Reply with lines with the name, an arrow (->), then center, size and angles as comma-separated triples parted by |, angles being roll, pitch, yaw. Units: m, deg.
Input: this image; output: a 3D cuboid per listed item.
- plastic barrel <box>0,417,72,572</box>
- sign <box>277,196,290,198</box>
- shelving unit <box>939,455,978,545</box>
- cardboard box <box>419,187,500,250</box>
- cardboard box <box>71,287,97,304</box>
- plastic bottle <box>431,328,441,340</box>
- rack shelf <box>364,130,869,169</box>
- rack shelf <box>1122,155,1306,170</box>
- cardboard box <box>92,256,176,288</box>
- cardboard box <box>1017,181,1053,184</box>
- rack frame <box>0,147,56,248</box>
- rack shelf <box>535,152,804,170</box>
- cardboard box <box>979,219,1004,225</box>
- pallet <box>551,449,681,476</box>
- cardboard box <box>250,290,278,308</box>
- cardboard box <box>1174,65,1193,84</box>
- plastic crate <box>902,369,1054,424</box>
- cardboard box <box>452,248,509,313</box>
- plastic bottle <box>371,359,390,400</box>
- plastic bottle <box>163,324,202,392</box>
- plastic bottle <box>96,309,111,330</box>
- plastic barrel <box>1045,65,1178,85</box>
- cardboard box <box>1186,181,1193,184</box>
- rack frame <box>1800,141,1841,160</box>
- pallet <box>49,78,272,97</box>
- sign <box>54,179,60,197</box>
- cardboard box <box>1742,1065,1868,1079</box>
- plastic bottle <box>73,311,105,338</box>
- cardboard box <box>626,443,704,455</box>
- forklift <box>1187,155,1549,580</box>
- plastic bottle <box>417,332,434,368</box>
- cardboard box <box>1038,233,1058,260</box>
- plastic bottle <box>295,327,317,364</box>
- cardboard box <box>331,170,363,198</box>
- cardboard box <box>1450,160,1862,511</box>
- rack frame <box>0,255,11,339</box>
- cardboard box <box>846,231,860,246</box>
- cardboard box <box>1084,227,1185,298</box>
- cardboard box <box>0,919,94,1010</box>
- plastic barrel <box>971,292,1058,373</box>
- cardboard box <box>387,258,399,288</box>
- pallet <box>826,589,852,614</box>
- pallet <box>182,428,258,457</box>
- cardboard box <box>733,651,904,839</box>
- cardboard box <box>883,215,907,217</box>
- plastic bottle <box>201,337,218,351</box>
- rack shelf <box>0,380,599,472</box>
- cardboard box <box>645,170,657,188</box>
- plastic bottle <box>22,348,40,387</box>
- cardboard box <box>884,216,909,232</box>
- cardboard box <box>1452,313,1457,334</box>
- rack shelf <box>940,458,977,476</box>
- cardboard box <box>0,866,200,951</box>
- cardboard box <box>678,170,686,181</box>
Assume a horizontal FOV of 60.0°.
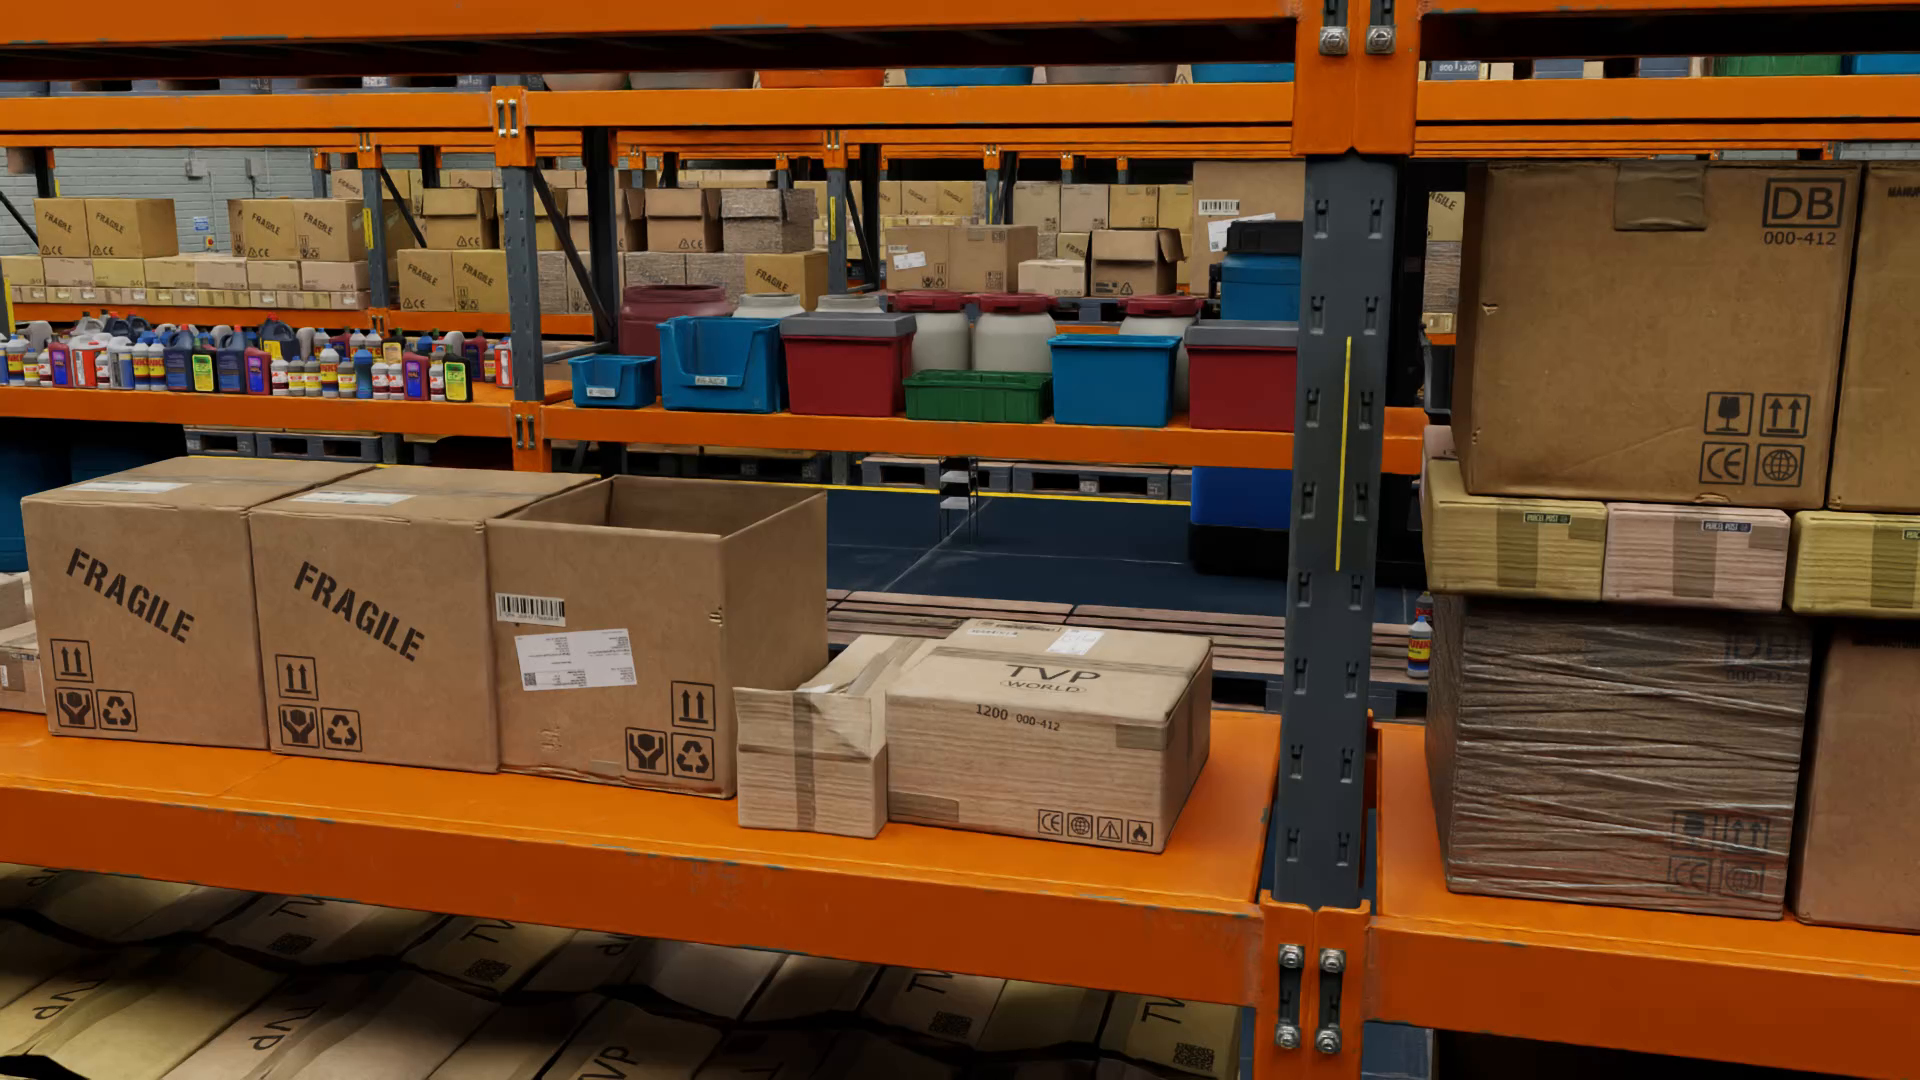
plastic barrel -> -5.384, -0.317, 9.610 | 0.708, 0.901, 0.600 | 3, 13, 14
sign -> -11.280, -5.625, 27.755 | 0.001, 0.242, 0.339 | 3, 13, 14
shelving unit -> -0.008, -0.440, 11.138 | 0.210, 0.900, 0.258 | 3, 13, 14
cardboard box -> -4.100, -2.716, 14.005 | 0.637, 0.503, 0.797 | 3, 13, 12
cardboard box -> -7.588, -2.167, 14.655 | 0.250, 0.149, 0.380 | 3, 13, 13
plastic bottle -> -2.936, -1.034, 9.239 | 0.133, 0.283, 0.061 | 3, 13, 14
rack shelf -> -2.780, -3.219, 13.552 | 4.000, 0.370, 1.077 | 3, 13, 14
rack shelf -> 4.663, -6.139, 26.714 | 4.000, 0.370, 1.077 | 3, 13, 14
cardboard box -> -7.211, -2.355, 14.582 | 0.500, 0.250, 0.500 | 3, 13, 12
cardboard box -> 0.971, -4.594, 22.478 | 0.500, 0.500, 0.500 | 3, 13, 12
rack frame -> -8.605, -2.417, 15.202 | 0.127, 3.000, 1.000 | 3, 13, 14
rack shelf -> -4.289, -5.510, 23.880 | 4.000, 0.370, 1.077 | 3, 13, 14
cardboard box -> 0.506, -4.254, 22.675 | 0.500, 0.250, 0.500 | 3, 13, 12
pallet -> -2.767, -0.761, 14.176 | 1.213, 0.211, 1.003 | 3, 13, 14
cardboard box -> -5.845, -2.074, 14.235 | 0.250, 0.149, 0.380 | 3, 13, 15
cardboard box -> 1.698, -3.608, 12.437 | 0.637, 0.503, 0.797 | 4, 13, 16
plastic crate -> 0.100, -0.680, 7.863 | 0.662, 0.188, 0.450 | 3, 13, 14
cardboard box -> -3.847, -2.156, 13.794 | 0.500, 0.500, 0.500 | 3, 13, 14
plastic bottle -> -2.946, -0.821, 8.469 | 0.097, 0.201, 0.097 | 0, 13, 0
plastic bottle -> -4.083, -0.960, 8.750 | 0.185, 0.351, 0.144 | 3, 13, 14
plastic bottle -> -4.938, -1.165, 9.672 | 0.185, 0.351, 0.144 | 3, 13, 14
plastic barrel -> 0.678, -2.476, 7.388 | 0.600, 0.901, 0.600 | 0, 13, 0
cardboard box -> 3.192, -4.776, 22.450 | 0.250, 0.149, 0.380 | 2, 13, 11
rack frame -> 8.215, -2.624, 16.137 | 0.127, 3.000, 1.000 | 3, 13, 14
pallet -> -4.022, -2.462, 8.914 | 1.213, 0.211, 1.003 | 3, 13, 14
sign -> -8.462, -3.211, 15.562 | 0.005, 0.325, 0.100 | 3, 13, 14
cardboard box -> 1.530, 1.174, 2.663 | 0.500, 0.500, 0.500 | 3, 13, 14
plastic bottle -> -4.972, -1.134, 9.536 | 0.185, 0.351, 0.144 | 3, 13, 14
cardboard box -> -2.367, -1.258, 13.912 | 0.875, 0.875, 1.225 | 3, 13, 14
forklift -> 2.991, -1.243, 10.068 | 3.031, 2.935, 1.130 | 4, 13, 16
plastic bottle -> -2.938, -1.011, 9.161 | 0.097, 0.271, 0.097 | 0, 13, 0
cardboard box -> 0.819, -3.008, 17.637 | 0.500, 0.500, 0.500 | 3, 13, 14
plastic bottle -> -3.714, -1.062, 9.382 | 0.135, 0.276, 0.152 | 3, 13, 14
cardboard box -> -6.947, -4.058, 19.371 | 0.500, 0.500, 0.500 | 3, 13, 13
cardboard box -> 1.100, -0.372, 2.757 | 0.500, 0.500, 0.700 | 3, 13, 14
rack frame -> -5.909, -1.168, 9.572 | 0.127, 3.000, 1.000 | 3, 13, 14
cardboard box -> -1.140, -3.250, 17.881 | 0.250, 0.149, 0.380 | 3, 13, 13
cardboard box -> 1.340, -2.120, 12.656 | 0.637, 0.503, 0.797 | 4, 13, 19
cardboard box -> -2.265, 1.059, 3.618 | 0.500, 0.311, 0.500 | 3, 13, 12
plastic barrel -> 0.270, -0.953, 8.289 | 0.433, 0.535, 0.433 | 0, 13, 0
cardboard box -> -5.115, -2.361, 14.608 | 0.500, 0.250, 0.500 | 3, 13, 13
pallet -> -1.282, 0.450, 8.720 | 1.213, 0.211, 1.003 | 3, 13, 14
pallet -> -6.630, -0.967, 15.104 | 1.213, 0.211, 1.003 | 3, 13, 14
cardboard box -> -0.230, 0.347, 3.053 | 0.258, 0.266, 0.396 | 3, 13, 12
cardboard box -> -0.710, -3.518, 18.402 | 0.250, 0.149, 0.380 | 3, 13, 11
plastic bottle -> -3.924, -0.923, 8.738 | 0.133, 0.283, 0.061 | 3, 13, 14
rack shelf -> -3.967, -0.713, 9.182 | 4.000, 0.370, 1.077 | 3, 13, 14
cardboard box -> -3.815, -4.004, 19.129 | 0.500, 0.500, 0.500 | 3, 13, 15
plastic bottle -> -4.995, -0.931, 8.962 | 0.097, 0.201, 0.097 | 0, 13, 0
cardboard box -> -0.635, -3.368, 17.728 | 0.250, 0.149, 0.380 | 3, 13, 15
cardboard box -> 3.671, -1.574, 11.984 | 0.250, 0.149, 0.380 | 3, 13, 14
rack shelf -> -0.008, -0.495, 11.126 | 0.200, 0.077, 0.258 | 3, 13, 14
cardboard box -> -2.142, 0.946, 4.129 | 0.500, 0.311, 0.500 | 3, 13, 13
cardboard box -> -3.949, -5.176, 23.599 | 0.250, 0.149, 0.380 | 3, 13, 12
